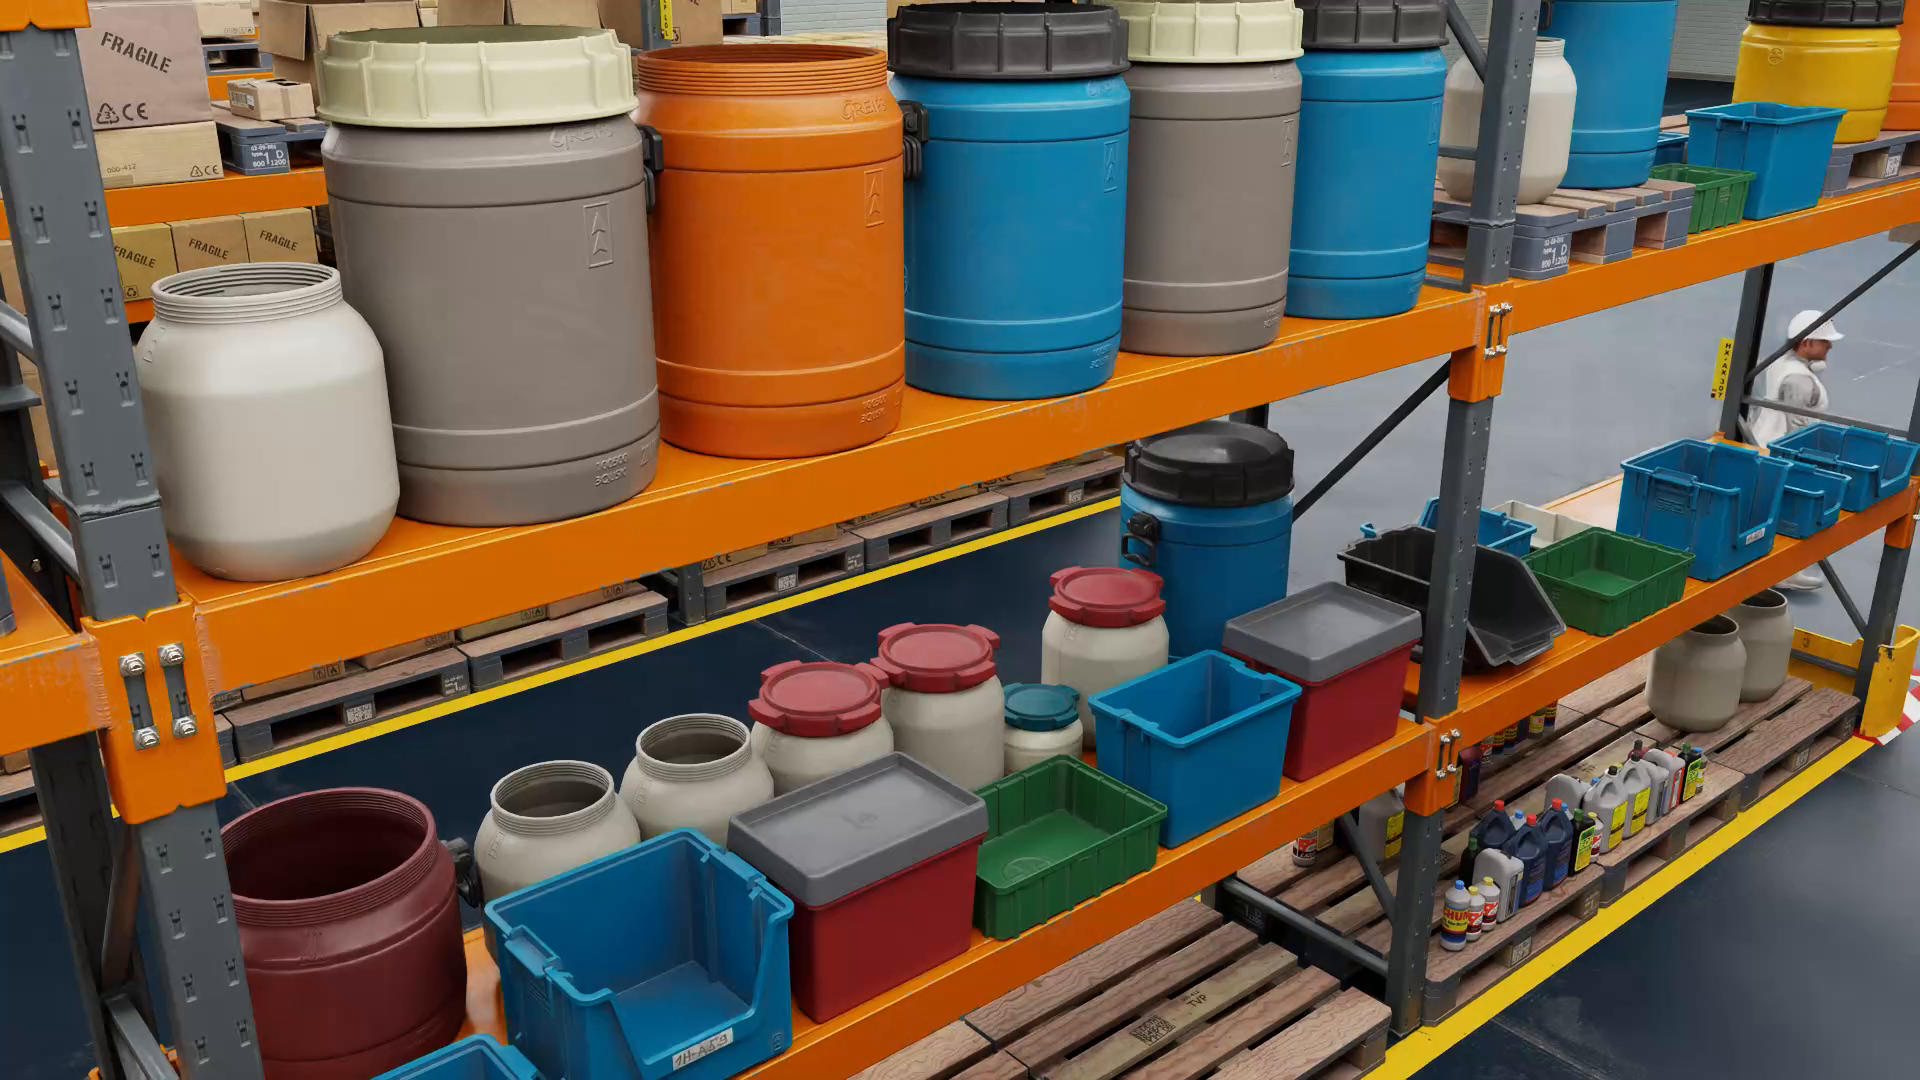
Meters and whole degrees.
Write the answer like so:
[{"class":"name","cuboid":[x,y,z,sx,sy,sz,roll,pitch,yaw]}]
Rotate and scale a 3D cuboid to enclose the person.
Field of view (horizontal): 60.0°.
[{"class":"person","cuboid":[4.850,-0.527,9.949,0.860,1.747,0.622,7,22,19]}]
